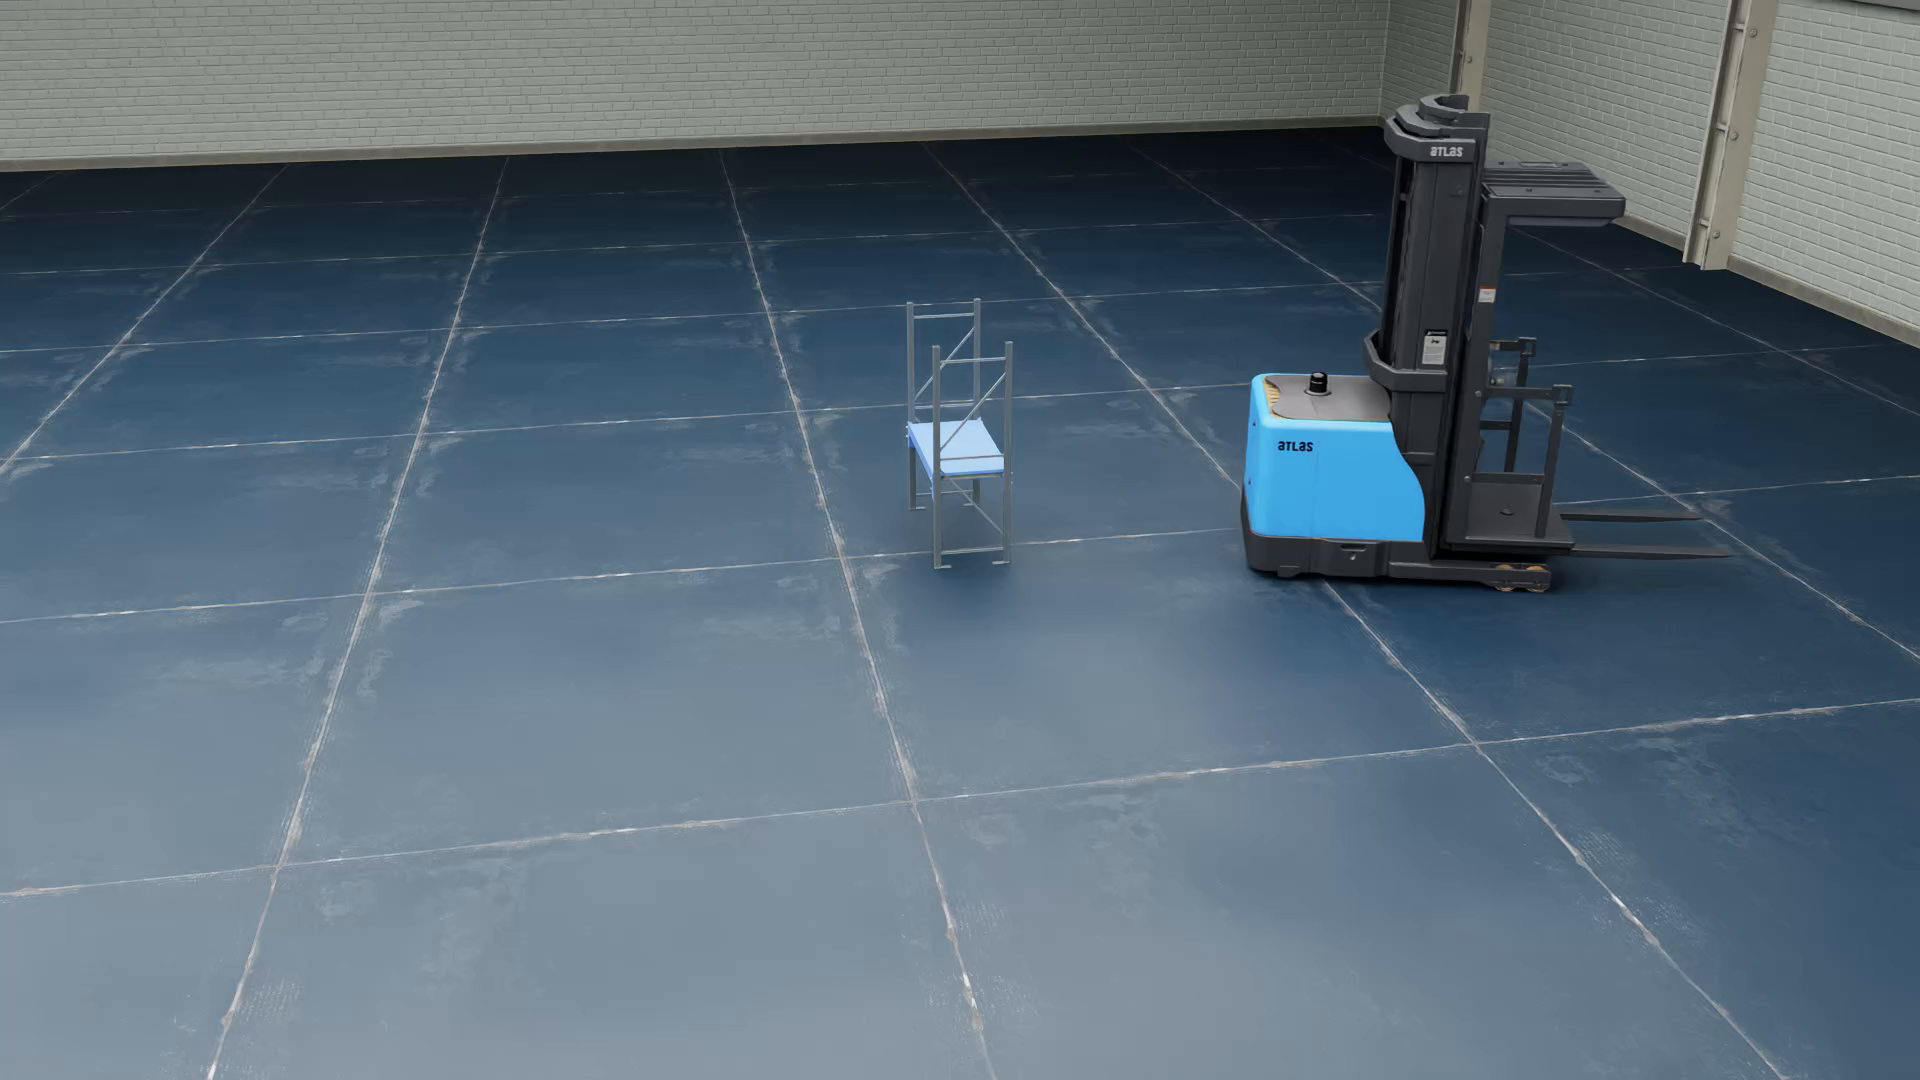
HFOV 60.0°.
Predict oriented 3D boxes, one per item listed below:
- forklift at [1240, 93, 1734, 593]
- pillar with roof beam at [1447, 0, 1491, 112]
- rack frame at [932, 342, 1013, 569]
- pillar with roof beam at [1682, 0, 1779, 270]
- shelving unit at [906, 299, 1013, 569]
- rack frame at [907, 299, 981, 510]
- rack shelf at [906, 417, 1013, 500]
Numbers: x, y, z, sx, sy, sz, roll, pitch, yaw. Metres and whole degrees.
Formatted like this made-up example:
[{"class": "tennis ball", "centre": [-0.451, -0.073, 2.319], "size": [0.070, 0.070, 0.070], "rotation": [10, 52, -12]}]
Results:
[{"class": "forklift", "centre": [3.403, -1.234, 10.414], "size": [3.031, 2.935, 1.130], "rotation": [2, 24, 5]}, {"class": "pillar with roof beam", "centre": [2.773, -9.159, 20.978], "size": [9.100, 9.000, 0.400], "rotation": [-4, 24, -10]}, {"class": "rack frame", "centre": [0.078, -0.521, 10.569], "size": [0.500, 1.500, 0.032], "rotation": [-4, 24, -10]}, {"class": "pillar with roof beam", "centre": [3.883, -6.799, 15.575], "size": [9.100, 9.000, 0.400], "rotation": [-4, 24, -10]}, {"class": "shelving unit", "centre": [-0.016, -0.721, 11.027], "size": [0.538, 1.500, 1.048], "rotation": [-4, 24, -10]}, {"class": "rack frame", "centre": [-0.110, -0.921, 11.484], "size": [0.500, 1.500, 0.032], "rotation": [-4, 24, -10]}, {"class": "rack shelf", "centre": [-0.016, -0.556, 11.099], "size": [0.538, 0.185, 1.000], "rotation": [-4, 24, -10]}]
